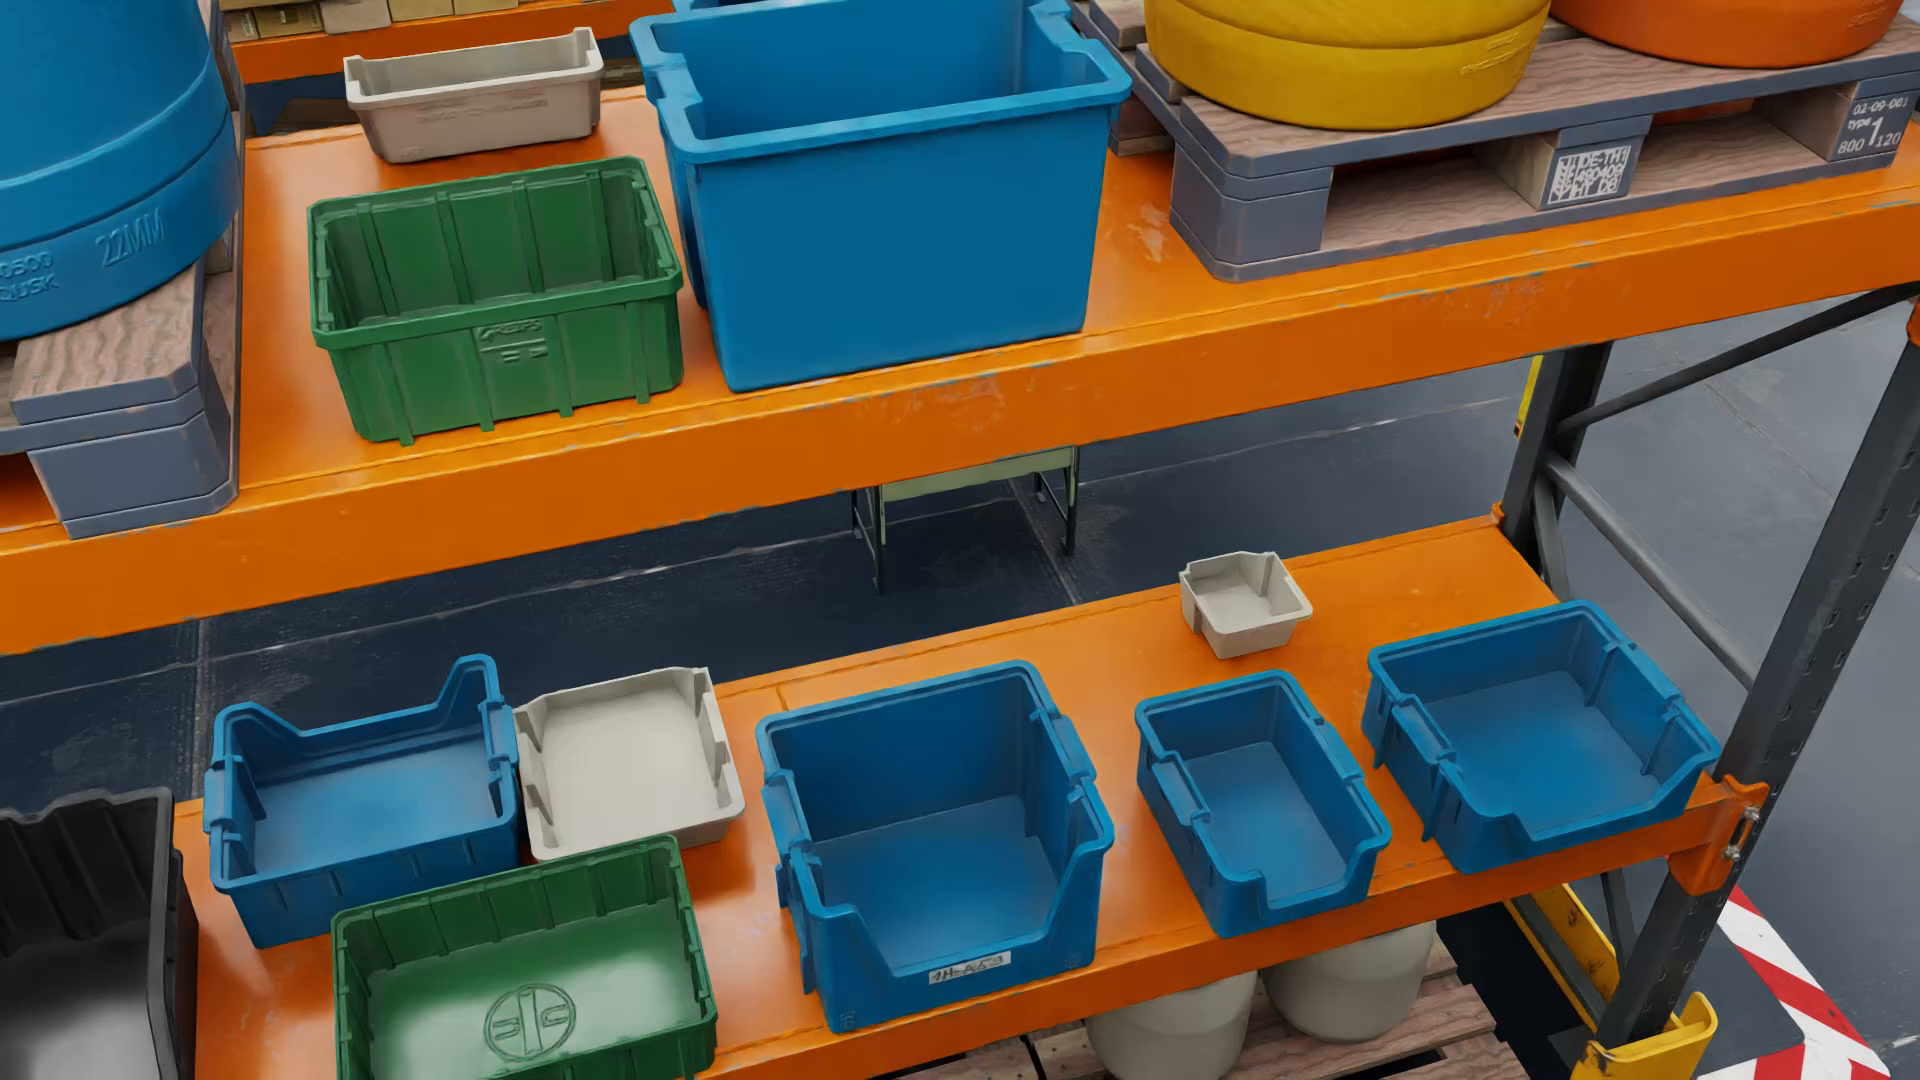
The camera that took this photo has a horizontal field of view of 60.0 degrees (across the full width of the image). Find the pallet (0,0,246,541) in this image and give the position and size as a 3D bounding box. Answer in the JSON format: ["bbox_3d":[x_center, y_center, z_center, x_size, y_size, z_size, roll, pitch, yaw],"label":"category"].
[{"bbox_3d":[-1.539,-0.393,2.284,1.003,0.211,1.213,-12,42,-13],"label":"pallet"}]

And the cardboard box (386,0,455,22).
[{"bbox_3d":[-2.205,-2.260,6.748,0.250,0.149,0.380,-12,42,-13],"label":"cardboard box"}]

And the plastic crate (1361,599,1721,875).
[{"bbox_3d":[1.230,0.422,3.601,0.616,0.251,0.499,-12,42,-13],"label":"plastic crate"}]

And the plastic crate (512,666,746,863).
[{"bbox_3d":[-0.725,0.489,3.611,0.437,0.136,0.530,-12,42,-13],"label":"plastic crate"}]

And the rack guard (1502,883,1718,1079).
[{"bbox_3d":[1.559,1.065,4.651,0.348,0.500,1.175,-12,42,-13],"label":"rack guard"}]

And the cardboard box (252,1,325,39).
[{"bbox_3d":[-2.682,-2.161,6.635,0.250,0.149,0.380,-12,42,-13],"label":"cardboard box"}]

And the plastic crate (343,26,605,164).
[{"bbox_3d":[-0.788,-0.732,2.728,0.396,0.136,0.243,-12,42,-13],"label":"plastic crate"}]

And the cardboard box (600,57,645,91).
[{"bbox_3d":[-1.633,-1.882,7.705,0.500,0.500,0.500,-8,42,-9],"label":"cardboard box"}]

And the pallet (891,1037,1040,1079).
[{"bbox_3d":[-0.379,1.569,4.293,1.213,0.211,1.003,-12,42,-13],"label":"pallet"}]

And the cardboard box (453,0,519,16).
[{"bbox_3d":[-1.963,-2.303,6.797,0.250,0.149,0.380,-12,42,-13],"label":"cardboard box"}]

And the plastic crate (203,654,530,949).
[{"bbox_3d":[-1.223,0.536,3.469,0.616,0.251,0.499,-12,42,-13],"label":"plastic crate"}]

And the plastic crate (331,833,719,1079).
[{"bbox_3d":[-0.818,0.858,3.149,0.662,0.188,0.450,-12,42,-13],"label":"plastic crate"}]

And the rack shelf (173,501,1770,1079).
[{"bbox_3d":[-0.290,0.745,3.664,4.000,0.370,1.077,-12,42,-13],"label":"rack shelf"}]

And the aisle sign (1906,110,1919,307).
[{"bbox_3d":[1.776,-0.728,2.828,0.004,0.787,0.394,-12,42,-13],"label":"aisle sign"}]

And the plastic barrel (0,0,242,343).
[{"bbox_3d":[-1.216,-0.737,1.833,0.708,0.901,0.600,-12,42,-13],"label":"plastic barrel"}]

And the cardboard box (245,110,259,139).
[{"bbox_3d":[-3.292,-1.510,7.279,0.500,0.500,0.500,-13,43,-14],"label":"cardboard box"}]

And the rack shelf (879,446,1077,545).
[{"bbox_3d":[0.006,-0.321,5.973,0.720,0.370,0.431,-12,42,-13],"label":"rack shelf"}]

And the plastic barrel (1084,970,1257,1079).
[{"bbox_3d":[0.535,1.135,4.243,0.421,0.512,0.421,0,41,0],"label":"plastic barrel"}]

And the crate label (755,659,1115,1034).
[{"bbox_3d":[-0.057,0.599,3.258,0.616,0.435,0.502,-12,42,-13],"label":"crate label"}]

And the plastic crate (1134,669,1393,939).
[{"bbox_3d":[0.609,0.546,3.458,0.408,0.251,0.499,-12,42,-13],"label":"plastic crate"}]

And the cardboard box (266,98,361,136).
[{"bbox_3d":[-2.748,-1.628,7.414,0.500,0.500,0.500,1,41,1],"label":"cardboard box"}]

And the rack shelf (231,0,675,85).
[{"bbox_3d":[-1.778,-2.363,7.222,4.000,0.370,1.077,-12,42,-13],"label":"rack shelf"}]

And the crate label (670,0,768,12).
[{"bbox_3d":[-0.267,-0.832,2.756,0.408,0.251,0.502,-12,42,-13],"label":"crate label"}]

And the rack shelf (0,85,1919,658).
[{"bbox_3d":[-0.290,-0.385,2.677,4.000,0.370,1.077,-12,42,-13],"label":"rack shelf"}]

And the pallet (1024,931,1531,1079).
[{"bbox_3d":[0.783,1.331,4.566,1.213,0.211,1.003,-12,42,-13],"label":"pallet"}]

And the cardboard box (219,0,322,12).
[{"bbox_3d":[-2.750,-2.515,6.547,0.500,0.500,0.875,-12,42,-13],"label":"cardboard box"}]

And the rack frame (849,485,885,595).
[{"bbox_3d":[-0.343,-0.494,5.675,0.023,1.500,0.400,-12,42,-13],"label":"rack frame"}]

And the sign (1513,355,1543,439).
[{"bbox_3d":[1.457,-0.372,4.185,0.005,0.325,0.100,-12,42,-13],"label":"sign"}]

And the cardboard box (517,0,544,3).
[{"bbox_3d":[-1.738,-2.381,6.886,0.250,0.149,0.380,-12,42,-13],"label":"cardboard box"}]

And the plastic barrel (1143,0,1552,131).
[{"bbox_3d":[0.569,-0.975,2.344,0.600,0.588,0.600,0,41,0],"label":"plastic barrel"}]

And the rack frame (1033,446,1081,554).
[{"bbox_3d":[0.355,-0.638,5.841,0.023,1.500,0.400,-12,42,-13],"label":"rack frame"}]

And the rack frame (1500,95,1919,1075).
[{"bbox_3d":[1.618,0.079,3.880,0.127,3.000,1.000,-12,42,-13],"label":"rack frame"}]

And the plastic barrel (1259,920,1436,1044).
[{"bbox_3d":[1.013,1.036,4.357,0.421,0.512,0.421,0,41,0],"label":"plastic barrel"}]

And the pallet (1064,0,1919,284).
[{"bbox_3d":[0.799,-0.878,2.838,1.213,0.211,1.003,-12,42,-13],"label":"pallet"}]

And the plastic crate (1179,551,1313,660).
[{"bbox_3d":[0.668,0.153,3.995,0.250,0.136,0.298,-12,42,-13],"label":"plastic crate"}]

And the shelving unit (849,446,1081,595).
[{"bbox_3d":[0.006,-0.566,5.758,0.755,1.500,0.431,-12,42,-13],"label":"shelving unit"}]

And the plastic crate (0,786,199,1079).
[{"bbox_3d":[-1.660,0.869,3.023,0.504,0.338,0.767,-12,42,-13],"label":"plastic crate"}]

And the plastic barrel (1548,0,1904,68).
[{"bbox_3d":[1.192,-1.195,2.412,0.708,0.830,0.600,-12,42,-13],"label":"plastic barrel"}]

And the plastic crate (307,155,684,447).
[{"bbox_3d":[-0.611,-0.321,2.219,0.450,0.188,0.336,-12,42,-13],"label":"plastic crate"}]

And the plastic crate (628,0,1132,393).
[{"bbox_3d":[-0.111,-0.479,2.251,0.575,0.384,0.392,-12,42,-13],"label":"plastic crate"}]

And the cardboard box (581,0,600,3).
[{"bbox_3d":[-1.479,-2.387,6.893,0.250,0.149,0.380,-12,42,-13],"label":"cardboard box"}]

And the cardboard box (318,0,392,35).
[{"bbox_3d":[-2.431,-2.185,6.662,0.250,0.149,0.380,-12,42,-13],"label":"cardboard box"}]

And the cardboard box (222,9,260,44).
[{"bbox_3d":[-2.917,-2.106,6.572,0.250,0.149,0.380,-12,42,-13],"label":"cardboard box"}]
